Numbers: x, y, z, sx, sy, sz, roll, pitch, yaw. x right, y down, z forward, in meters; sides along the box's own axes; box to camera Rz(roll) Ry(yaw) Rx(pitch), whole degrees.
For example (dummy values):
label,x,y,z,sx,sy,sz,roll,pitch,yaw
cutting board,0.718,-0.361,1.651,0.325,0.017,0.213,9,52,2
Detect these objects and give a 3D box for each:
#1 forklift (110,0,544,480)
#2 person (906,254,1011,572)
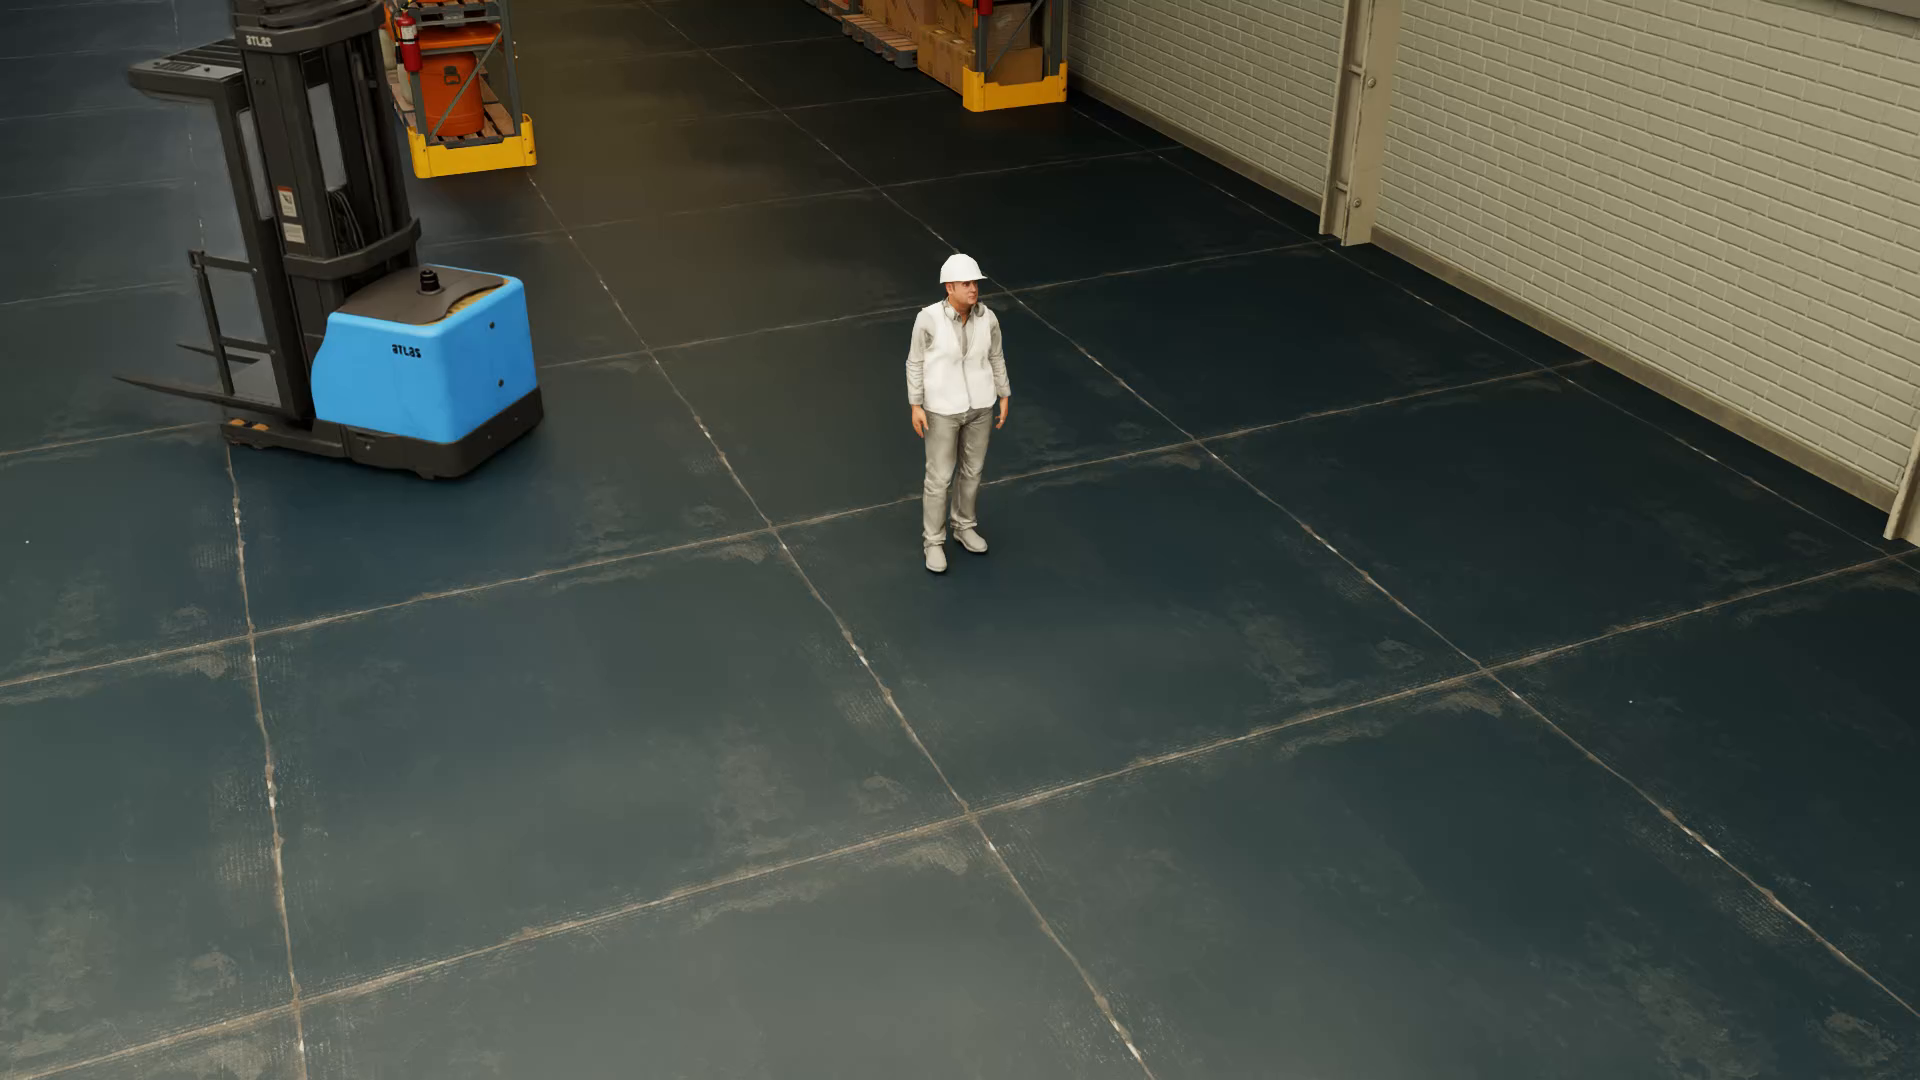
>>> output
label,x,y,z,sx,sy,sz,roll,pitch,yaw
forklift,-4.421,-2.111,10.812,3.031,2.935,1.130,11,32,19
person,0.019,-0.747,9.576,0.634,1.775,0.566,-12,32,-20
